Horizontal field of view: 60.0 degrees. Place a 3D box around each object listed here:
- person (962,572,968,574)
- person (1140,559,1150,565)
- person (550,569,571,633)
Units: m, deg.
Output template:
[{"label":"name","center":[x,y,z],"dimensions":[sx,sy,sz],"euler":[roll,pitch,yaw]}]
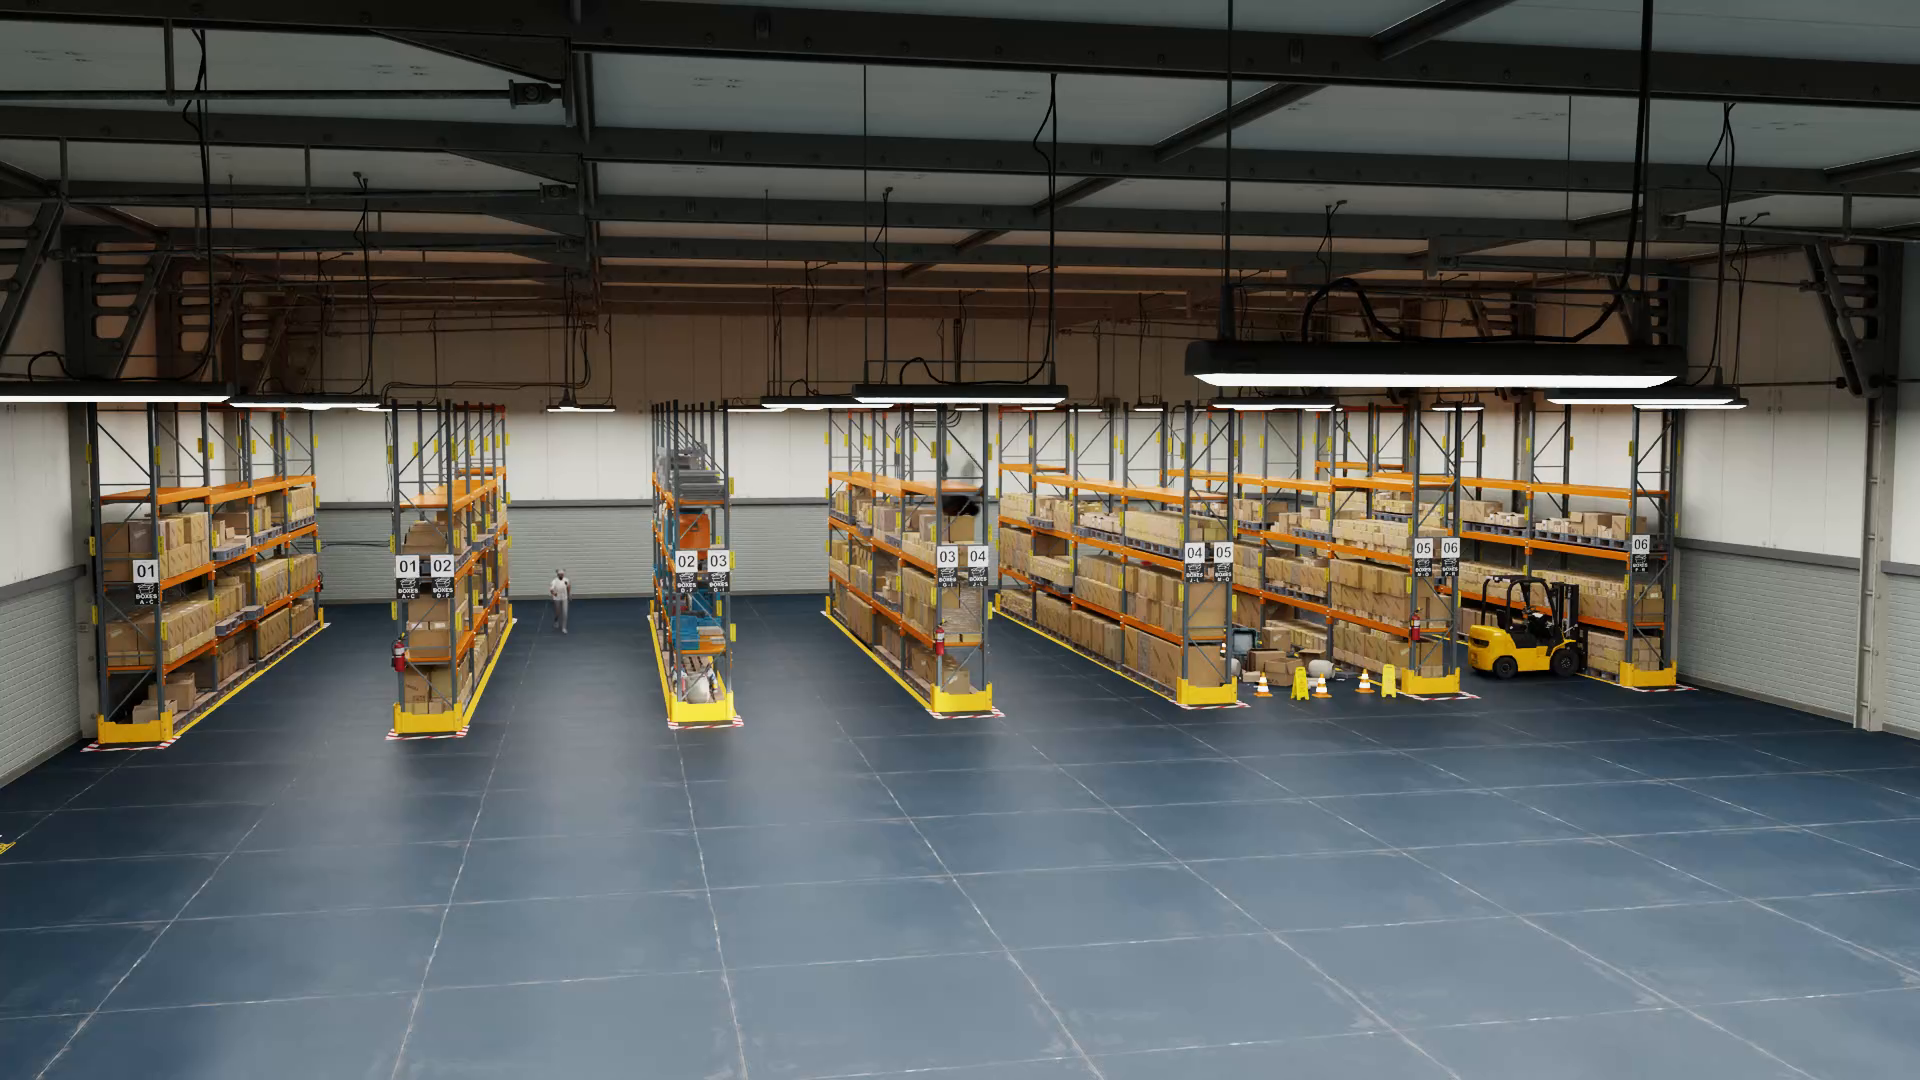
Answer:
[{"label":"person","center":[0.161,1.391,46.966],"dimensions":[0.565,1.669,0.730],"euler":[0,4,-5]},{"label":"person","center":[5.693,1.048,50.990],"dimensions":[0.676,1.665,0.734],"euler":[0,4,0]},{"label":"person","center":[-10.546,1.580,43.898],"dimensions":[0.564,1.682,0.895],"euler":[-2,5,-22]}]
